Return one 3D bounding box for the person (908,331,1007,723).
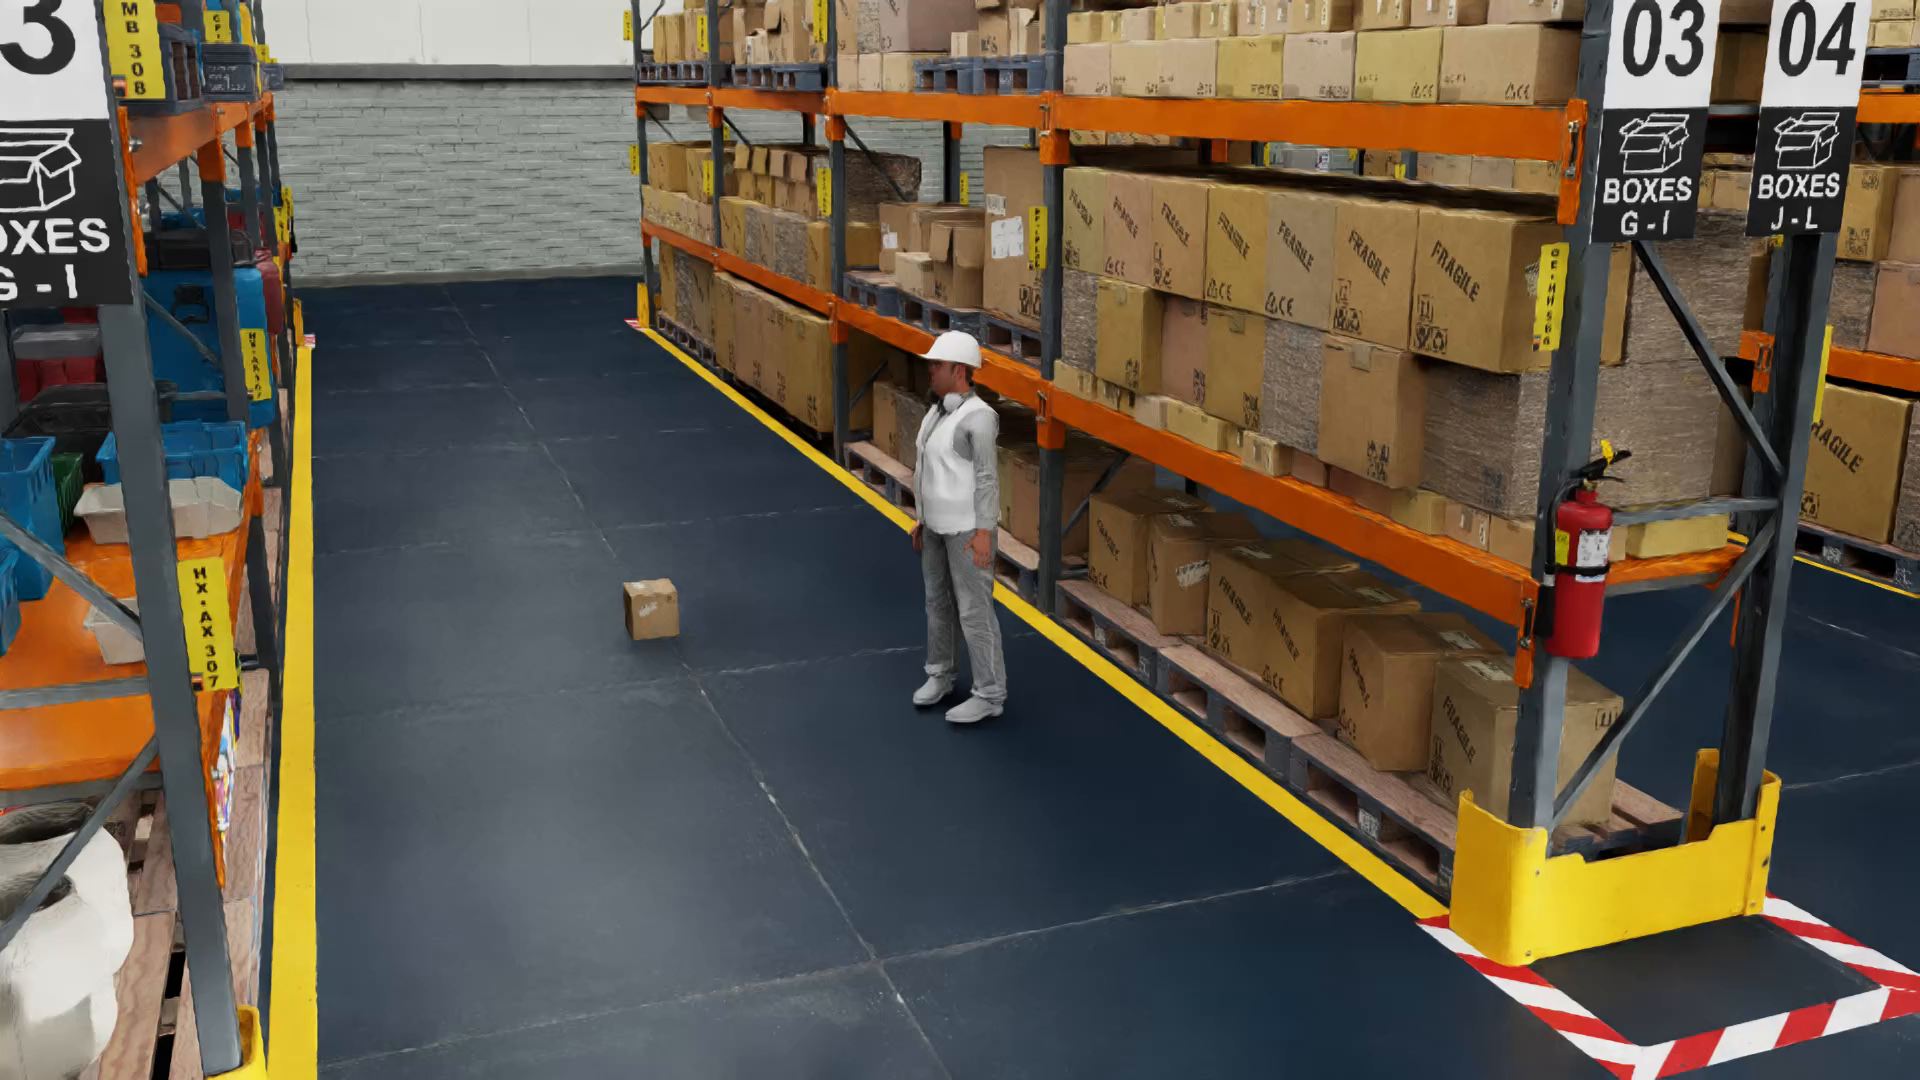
[{"bbox_3d":[-0.023,-0.076,7.699,0.395,1.773,0.548,-8,17,-26],"label":"person"}]
